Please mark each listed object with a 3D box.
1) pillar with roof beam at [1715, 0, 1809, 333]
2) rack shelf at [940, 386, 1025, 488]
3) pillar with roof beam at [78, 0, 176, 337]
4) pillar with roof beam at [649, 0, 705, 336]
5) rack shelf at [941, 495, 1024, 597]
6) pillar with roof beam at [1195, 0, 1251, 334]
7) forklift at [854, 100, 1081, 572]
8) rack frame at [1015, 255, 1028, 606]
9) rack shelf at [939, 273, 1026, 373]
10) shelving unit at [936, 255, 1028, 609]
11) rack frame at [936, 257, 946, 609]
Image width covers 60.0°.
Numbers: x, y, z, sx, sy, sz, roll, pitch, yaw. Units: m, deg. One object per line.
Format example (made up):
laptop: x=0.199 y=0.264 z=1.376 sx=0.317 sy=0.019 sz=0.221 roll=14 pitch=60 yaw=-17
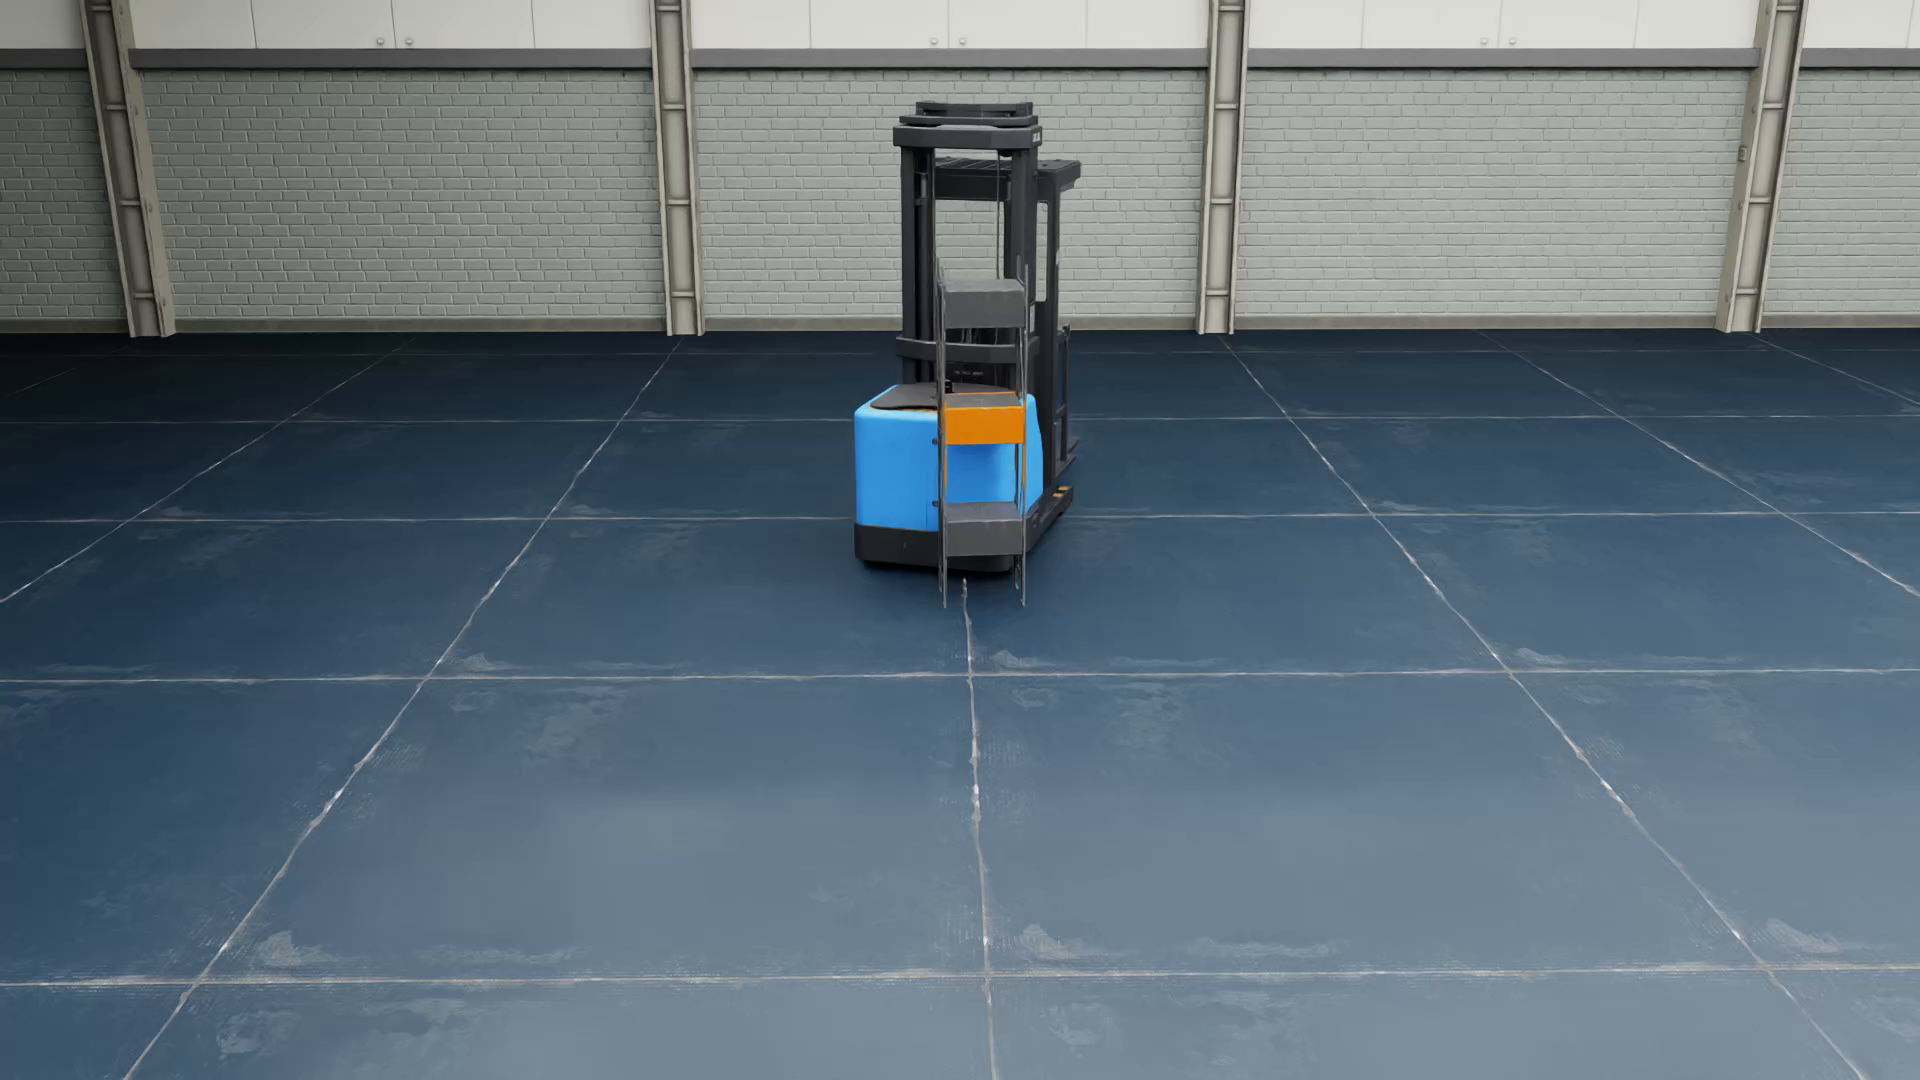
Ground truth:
pillar with roof beam: x=8.963 y=-5.374 z=13.569 sx=0.400 sy=9.000 sz=9.100 roll=0 pitch=18 yaw=-1
rack shelf: x=0.129 y=-0.631 z=10.121 sx=0.480 sy=0.518 sz=0.431 roll=-2 pitch=18 yaw=-5
pillar with roof beam: x=-9.034 y=-5.288 z=13.299 sx=0.400 sy=9.000 sz=9.100 roll=0 pitch=18 yaw=-1
pillar with roof beam: x=-3.035 y=-5.317 z=13.389 sx=0.400 sy=9.000 sz=9.100 roll=0 pitch=18 yaw=-1
rack shelf: x=0.131 y=0.035 z=10.335 sx=0.480 sy=0.518 sz=0.431 roll=-2 pitch=18 yaw=-5
pillar with roof beam: x=2.964 y=-5.345 z=13.479 sx=0.400 sy=9.000 sz=9.100 roll=0 pitch=18 yaw=-1
forklift: x=0.212 y=-1.600 z=11.738 sx=1.130 sy=2.935 sz=3.031 roll=5 pitch=18 yaw=16
rack frame: x=0.372 y=-0.652 z=10.138 sx=0.015 sy=2.100 sz=0.400 roll=-2 pitch=18 yaw=-5
rack shelf: x=0.128 y=-1.298 z=9.907 sx=0.480 sy=0.518 sz=0.431 roll=-2 pitch=18 yaw=-5
shelving unit: x=0.129 y=-0.644 z=10.117 sx=0.503 sy=2.100 sz=0.431 roll=-2 pitch=18 yaw=-5
rack frame: x=-0.114 y=-0.637 z=10.096 sx=0.015 sy=2.100 sz=0.400 roll=-2 pitch=18 yaw=-5
